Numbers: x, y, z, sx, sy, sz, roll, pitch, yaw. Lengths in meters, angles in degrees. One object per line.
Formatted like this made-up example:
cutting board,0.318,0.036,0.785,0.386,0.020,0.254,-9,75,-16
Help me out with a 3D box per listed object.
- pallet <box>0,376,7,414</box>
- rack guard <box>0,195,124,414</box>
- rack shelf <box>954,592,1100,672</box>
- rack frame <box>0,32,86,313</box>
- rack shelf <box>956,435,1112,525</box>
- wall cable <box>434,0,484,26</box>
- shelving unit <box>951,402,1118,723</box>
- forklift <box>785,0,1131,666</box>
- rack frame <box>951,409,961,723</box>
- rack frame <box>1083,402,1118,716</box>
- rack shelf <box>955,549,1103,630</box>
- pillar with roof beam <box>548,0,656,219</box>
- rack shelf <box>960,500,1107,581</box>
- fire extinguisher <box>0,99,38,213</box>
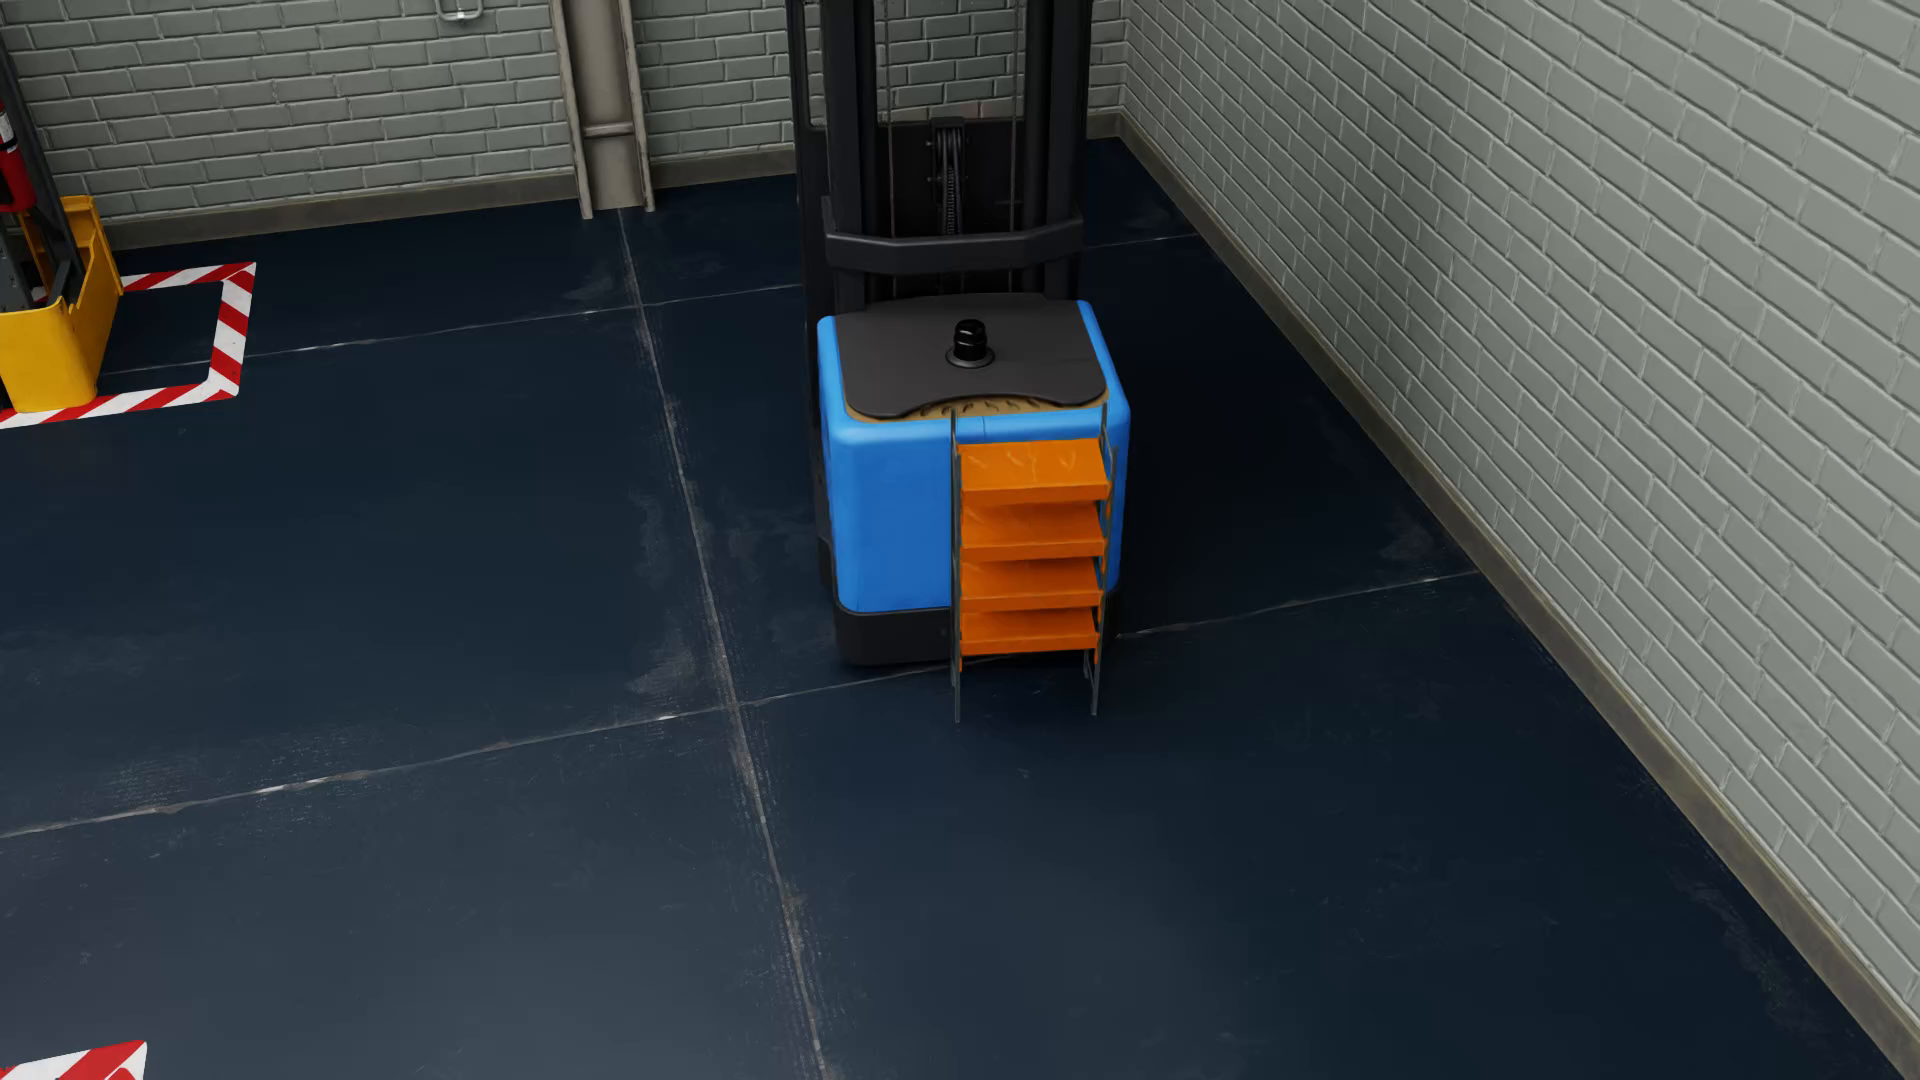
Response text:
pallet,-5.028,-0.838,7.672,1.213,0.211,1.003,-9,38,-12
rack guard,-4.253,-1.129,7.815,0.348,0.500,1.175,-9,38,-12
rack shelf,0.227,0.306,5.788,0.480,0.148,0.258,-3,41,-4
rack frame,-4.277,-2.118,7.050,0.127,3.000,1.000,-9,38,-12
rack shelf,0.230,-0.195,5.360,0.480,0.148,0.258,-3,41,-4
wall cable,-3.287,-3.279,7.732,1.851,1.984,0.084,-9,38,-12
shelving unit,0.228,0.104,5.615,0.503,1.200,0.258,-3,41,-4
forklift,-0.105,-1.595,6.423,1.130,2.935,3.031,-4,38,-6
rack frame,-0.015,0.116,5.600,0.015,1.200,0.240,-3,41,-4
rack frame,0.471,0.092,5.631,0.015,1.200,0.240,-3,41,-4
rack shelf,0.228,0.155,5.659,0.480,0.148,0.258,-3,41,-4
pillar with roof beam,-0.773,-2.911,3.149,0.400,9.000,9.100,-9,38,-12
rack shelf,0.229,-0.015,5.514,0.480,0.148,0.258,-3,41,-4
fire extinguisher,-4.011,-1.693,6.864,0.183,0.674,0.296,-9,38,-12
